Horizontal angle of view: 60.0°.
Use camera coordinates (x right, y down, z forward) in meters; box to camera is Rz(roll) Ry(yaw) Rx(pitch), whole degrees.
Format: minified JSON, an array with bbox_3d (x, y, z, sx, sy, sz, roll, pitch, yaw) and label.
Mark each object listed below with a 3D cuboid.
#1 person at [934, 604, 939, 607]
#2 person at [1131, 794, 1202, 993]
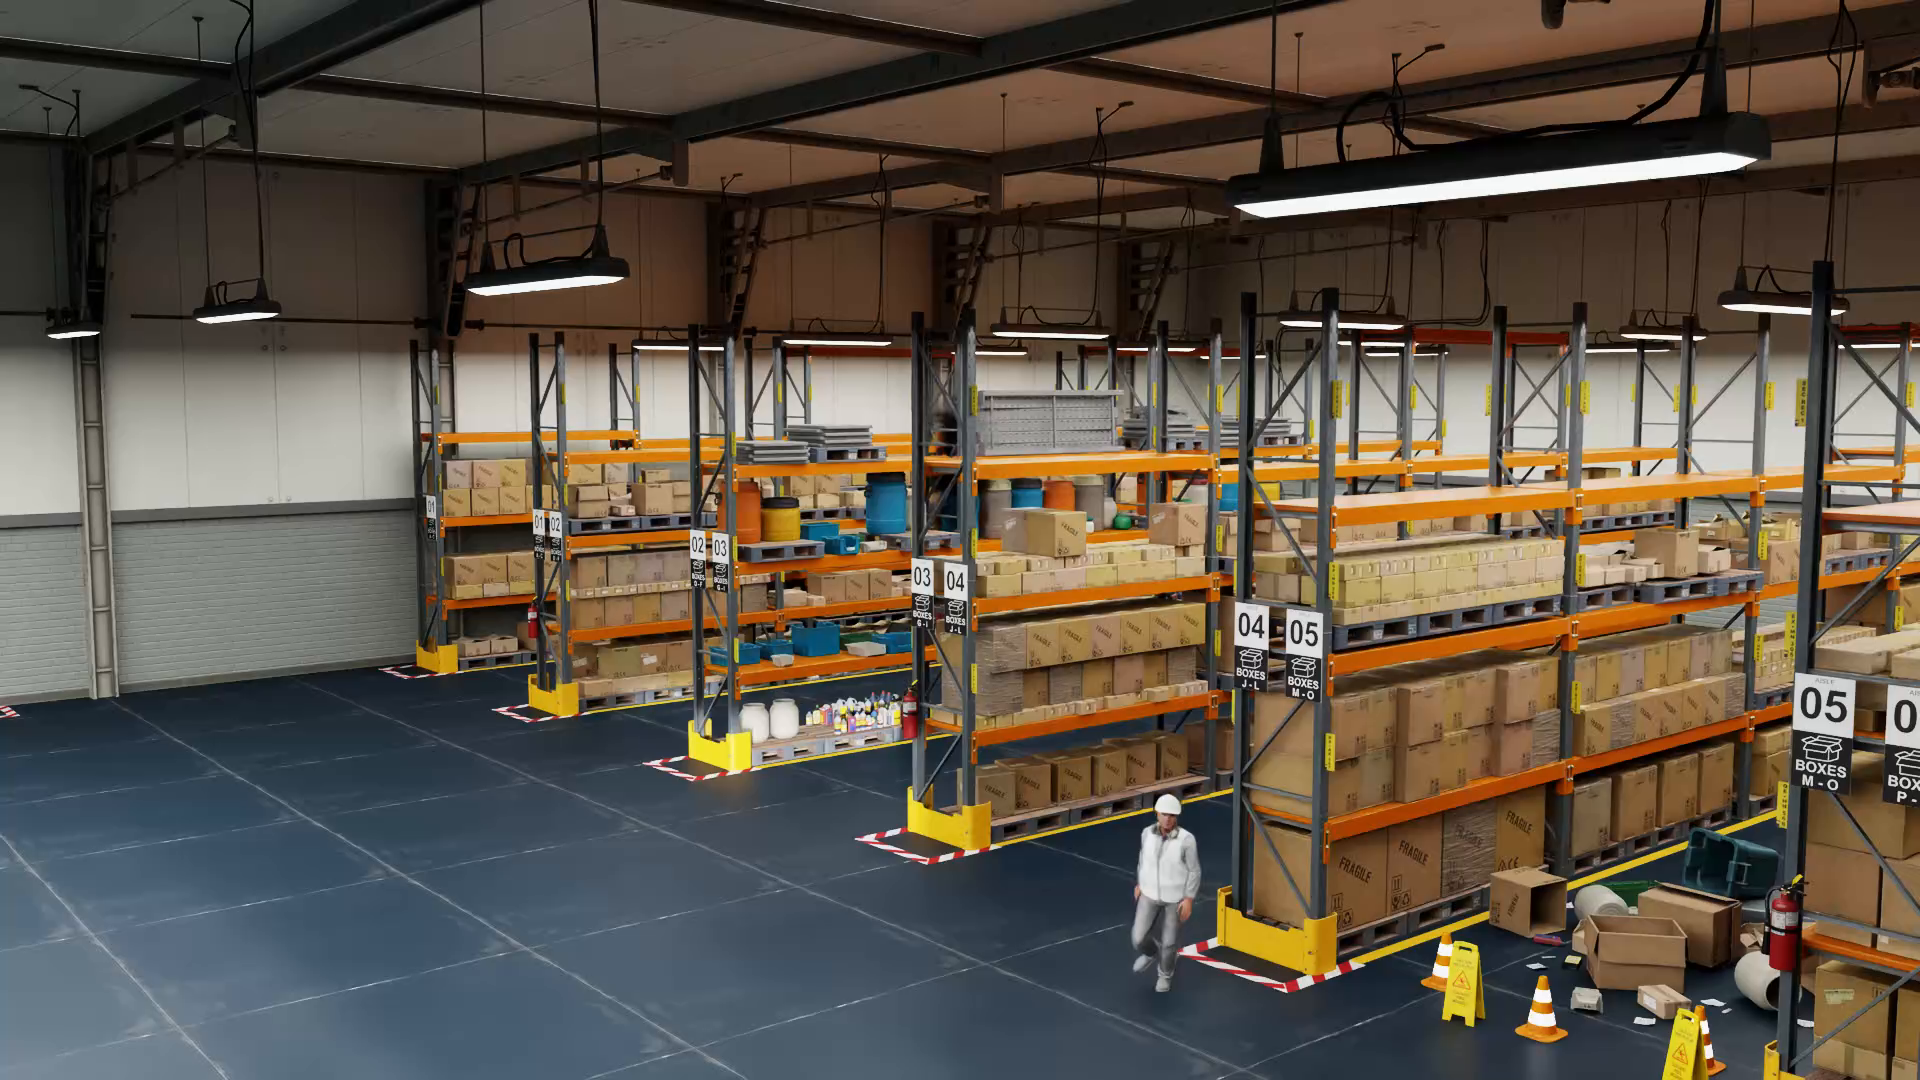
[{"bbox_3d":[-0.264,1.064,35.427,0.584,1.718,0.824,4,7,39],"label":"person"},{"bbox_3d":[1.747,2.996,14.095,0.649,1.748,0.557,2,6,23],"label":"person"}]
